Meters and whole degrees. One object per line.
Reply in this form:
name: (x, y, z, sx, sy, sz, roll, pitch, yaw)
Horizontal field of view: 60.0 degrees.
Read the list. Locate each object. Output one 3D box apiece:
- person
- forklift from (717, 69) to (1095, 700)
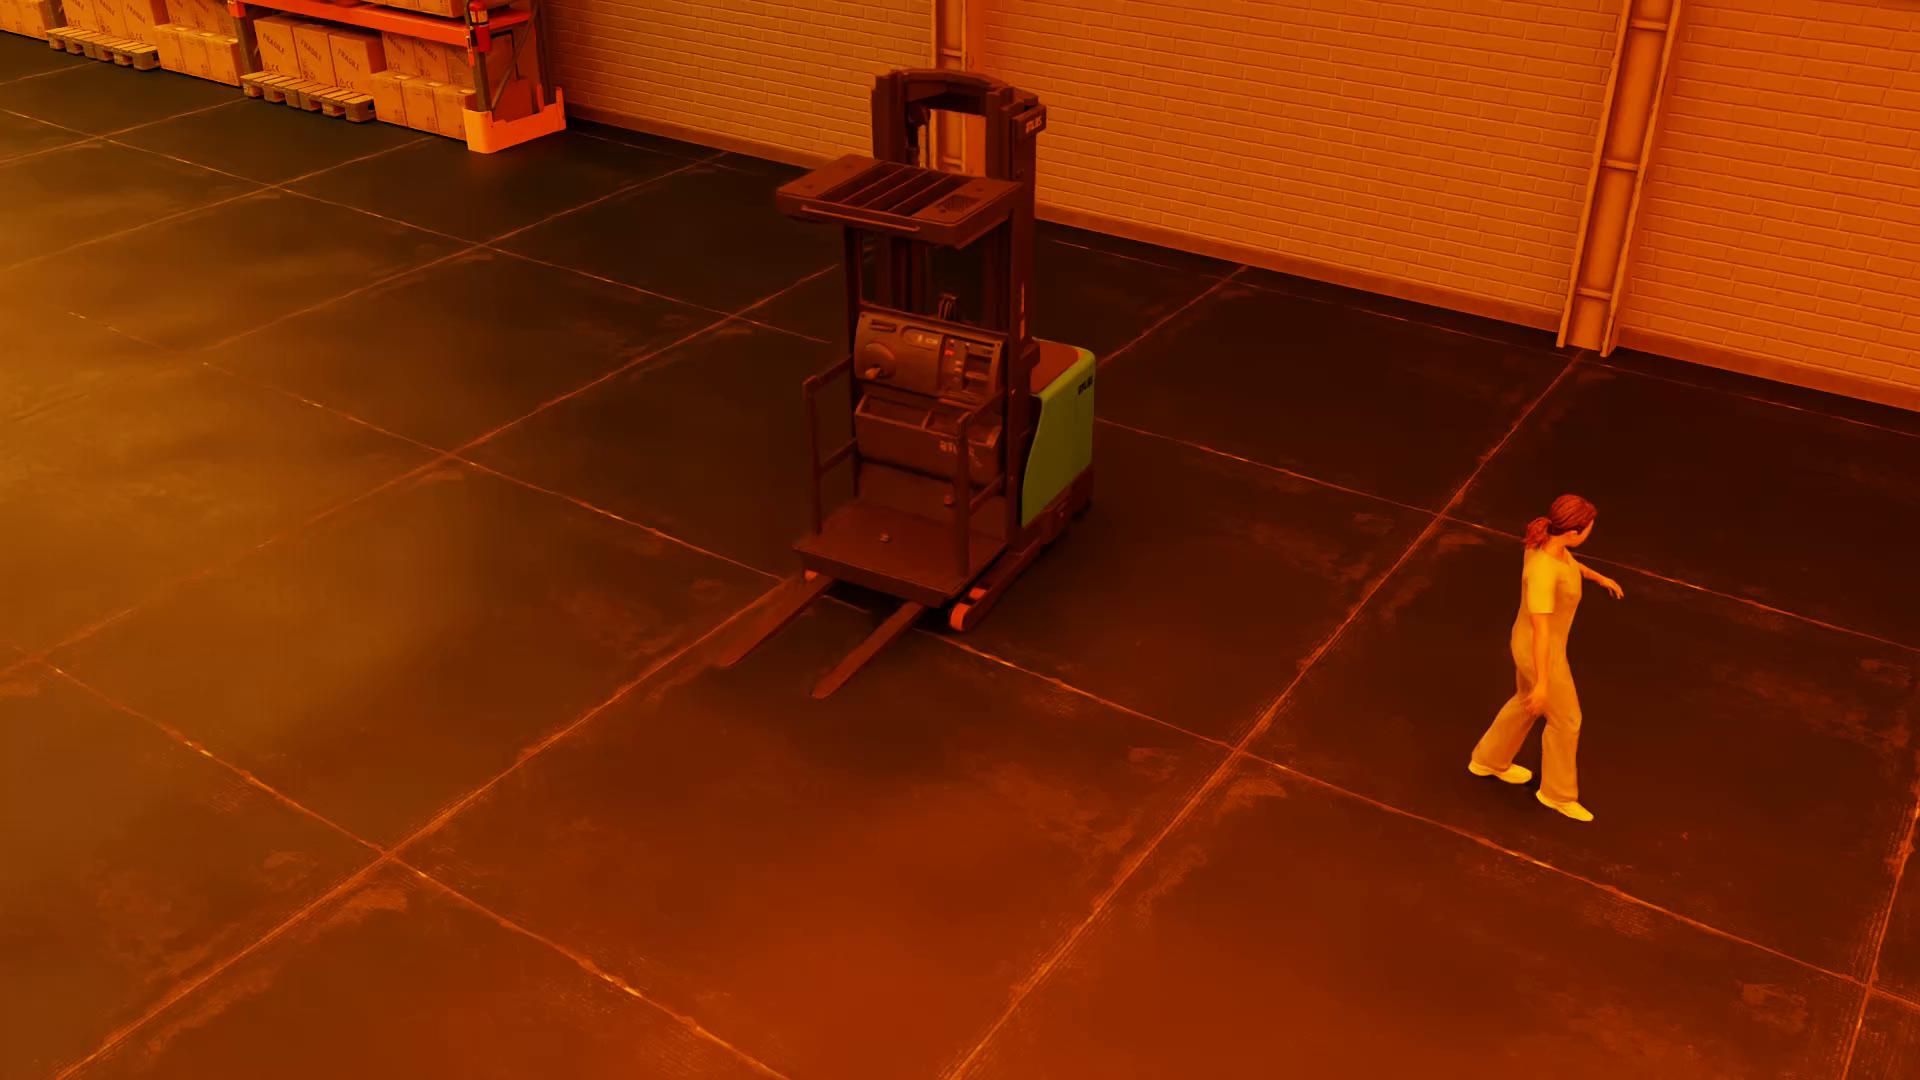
person: (2.865, 0.562, 7.932, 0.630, 1.690, 0.884, 10, 32, 17)
forklift: (-0.286, -0.995, 9.296, 1.130, 2.935, 3.031, 15, 34, 25)
